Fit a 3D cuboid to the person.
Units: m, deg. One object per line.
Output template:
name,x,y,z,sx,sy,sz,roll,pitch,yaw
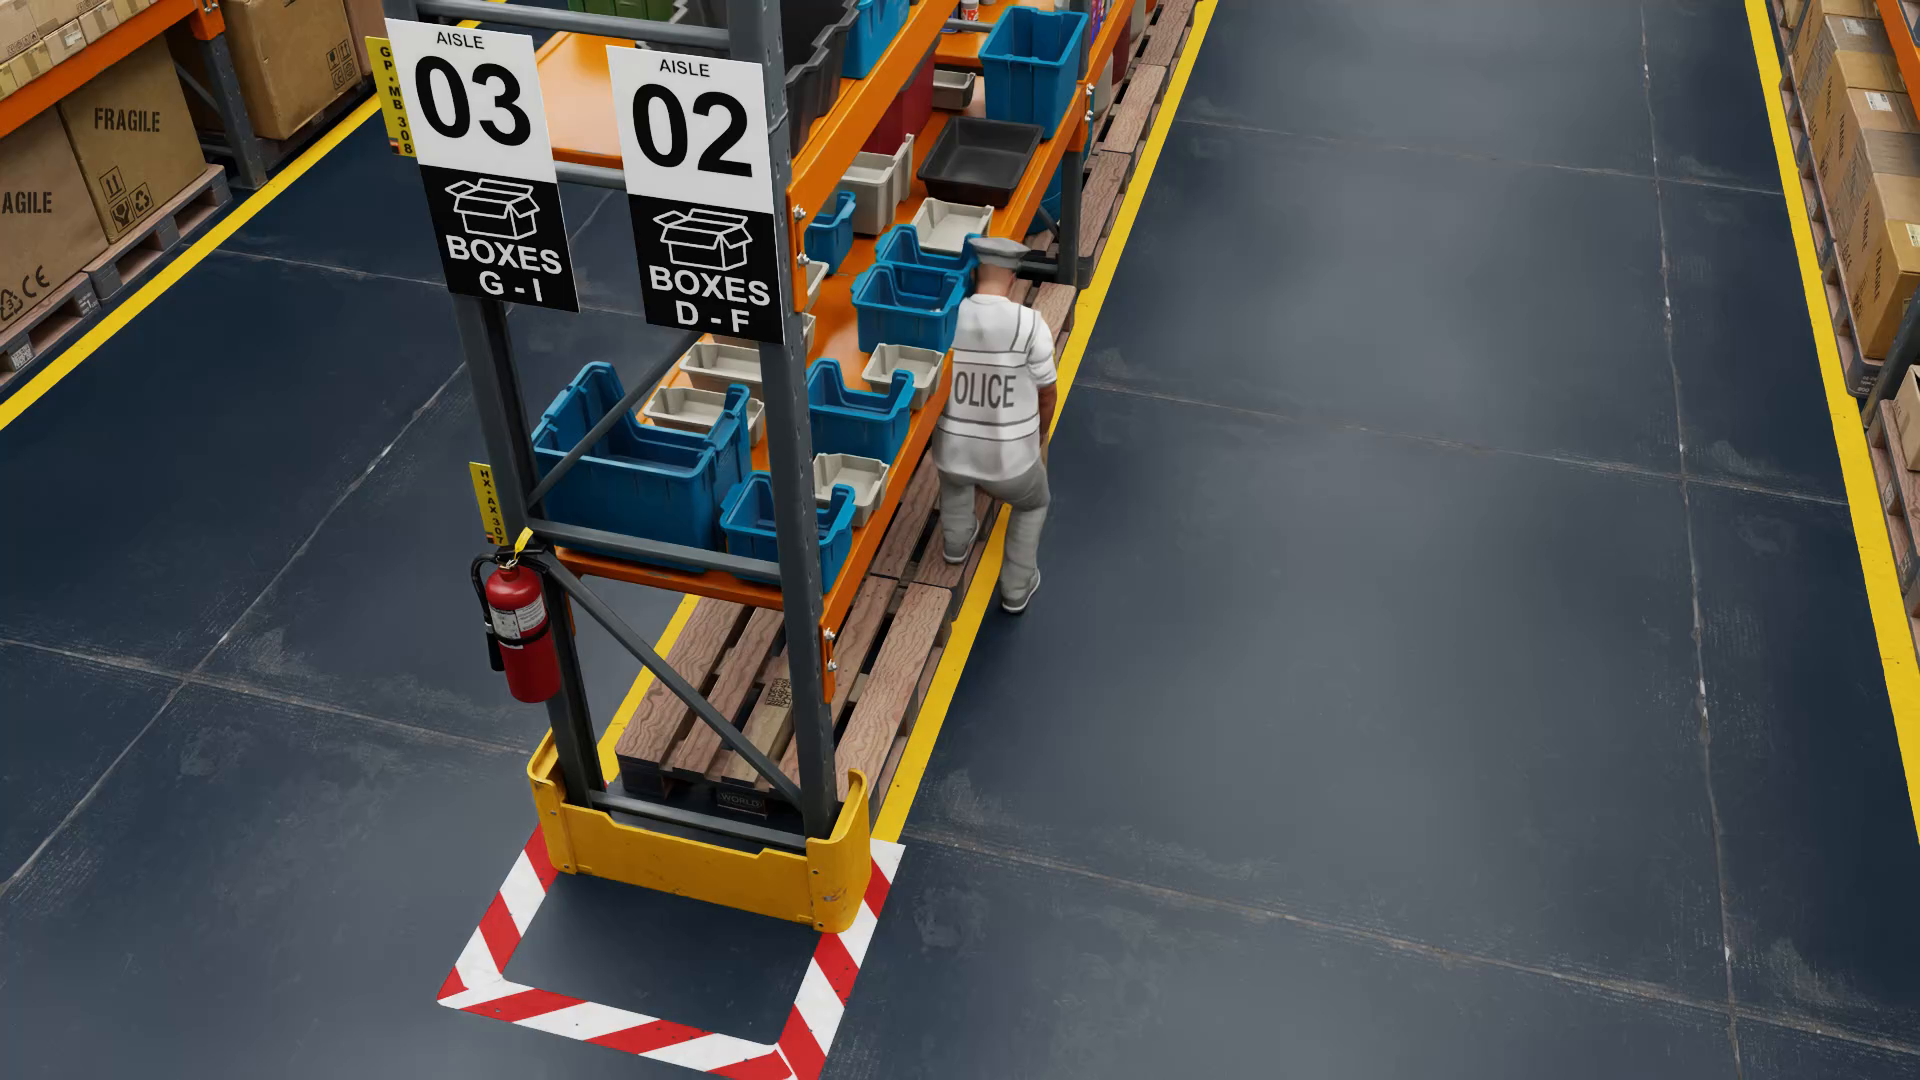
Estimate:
person,0.101,-0.434,6.760,0.575,1.629,0.618,11,42,12
